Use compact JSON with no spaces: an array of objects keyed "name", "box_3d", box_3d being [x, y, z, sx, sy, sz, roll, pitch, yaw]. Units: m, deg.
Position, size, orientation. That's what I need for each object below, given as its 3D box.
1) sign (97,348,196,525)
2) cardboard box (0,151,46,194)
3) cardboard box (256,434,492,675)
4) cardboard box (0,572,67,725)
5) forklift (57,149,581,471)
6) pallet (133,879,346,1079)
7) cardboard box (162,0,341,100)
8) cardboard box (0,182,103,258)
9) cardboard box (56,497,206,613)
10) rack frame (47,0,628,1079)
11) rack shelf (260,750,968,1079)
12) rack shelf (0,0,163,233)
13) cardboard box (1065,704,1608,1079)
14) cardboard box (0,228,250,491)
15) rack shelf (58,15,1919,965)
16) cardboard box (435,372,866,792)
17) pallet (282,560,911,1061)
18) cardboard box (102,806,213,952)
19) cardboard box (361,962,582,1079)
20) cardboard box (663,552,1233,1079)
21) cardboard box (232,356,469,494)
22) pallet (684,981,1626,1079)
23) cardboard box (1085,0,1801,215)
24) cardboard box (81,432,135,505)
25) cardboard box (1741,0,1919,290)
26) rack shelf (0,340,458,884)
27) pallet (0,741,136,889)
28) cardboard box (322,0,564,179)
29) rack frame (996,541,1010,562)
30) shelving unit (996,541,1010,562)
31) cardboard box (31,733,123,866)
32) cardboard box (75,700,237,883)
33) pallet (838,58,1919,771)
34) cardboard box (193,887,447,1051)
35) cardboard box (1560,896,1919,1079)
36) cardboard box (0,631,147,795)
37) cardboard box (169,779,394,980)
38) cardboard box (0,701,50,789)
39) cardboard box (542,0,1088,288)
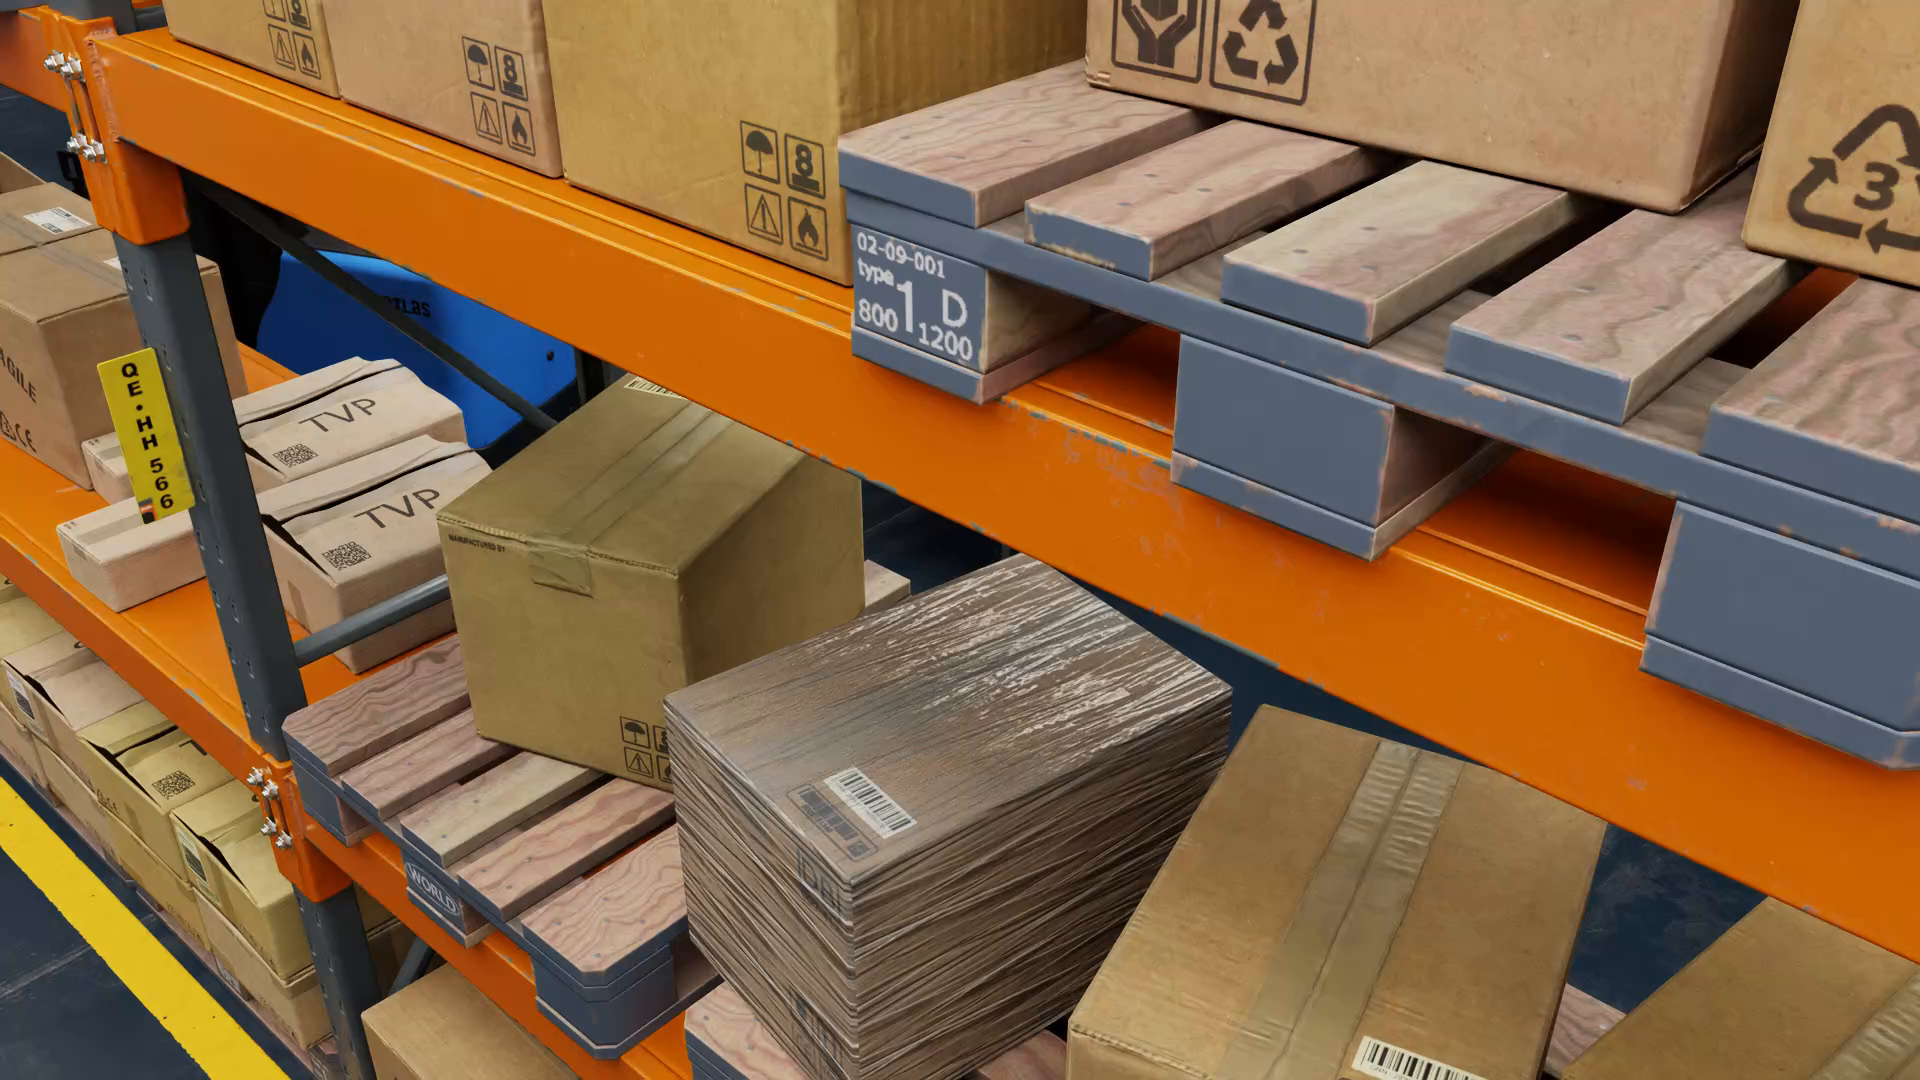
[{"name":"sign","box_3d":[-1.478,-0.186,3.028,0.005,0.325,0.100,25,39,35]},{"name":"cardboard box","box_3d":[-3.125,-0.876,5.201,0.500,0.500,0.500,-26,40,-36]},{"name":"cardboard box","box_3d":[-1.349,-0.008,3.941,0.500,0.311,0.500,-27,40,-37]},{"name":"cardboard box","box_3d":[-2.794,0.240,5.159,0.500,0.311,0.500,26,40,36]},{"name":"forklift","box_3d":[-3.180,-1.855,6.990,3.031,2.935,1.130,11,33,17]},{"name":"pallet","box_3d":[-1.692,0.991,4.899,1.213,0.211,1.003,25,39,35]},{"name":"cardboard box","box_3d":[-0.762,-1.093,2.653,0.500,0.500,0.910,25,39,35]},{"name":"cardboard box","box_3d":[-2.754,-0.703,4.913,0.500,0.500,0.500,25,39,35]},{"name":"cardboard box","box_3d":[-1.960,-0.002,4.088,0.250,0.149,0.380,25,39,35]},{"name":"rack frame","box_3d":[-1.108,0.096,3.682,0.127,3.000,1.000,25,39,35]},{"name":"rack shelf","box_3d":[0.375,1.097,2.717,4.000,0.370,1.077,25,39,35]},{"name":"rack shelf","box_3d":[-2.591,-1.573,4.243,4.000,0.370,1.077,25,39,35]},{"name":"cardboard box","box_3d":[0.506,0.670,2.224,0.500,0.500,0.700,15,34,23]},{"name":"cardboard box","box_3d":[-2.363,-0.521,4.610,0.500,0.500,0.500,23,38,33]},{"name":"rack shelf","box_3d":[0.375,-0.188,1.944,4.000,0.370,1.077,25,39,35]},{"name":"cardboard box","box_3d":[-0.566,0.048,3.257,0.500,0.500,0.700,12,33,19]},{"name":"pallet","box_3d":[-0.559,0.386,3.386,1.003,0.211,1.213,25,39,35]},{"name":"cardboard box","box_3d":[-2.047,0.829,4.724,0.500,0.250,0.500,25,39,35]},{"name":"cardboard box","box_3d":[-0.963,1.246,3.770,0.500,0.500,0.500,27,40,37]},{"name":"cardboard box","box_3d":[-0.016,0.438,2.610,0.700,0.500,0.500,-21,37,-31]},{"name":"cardboard box","box_3d":[-1.641,-0.249,4.342,0.500,0.311,0.500,25,39,35]},{"name":"pallet","box_3d":[0.337,0.850,2.616,1.213,0.211,1.003,25,39,35]},{"name":"cardboard box","box_3d":[0.543,-0.733,1.550,0.600,0.600,0.600,23,38,33]},{"name":"cardboard box","box_3d":[-2.092,-0.216,4.444,0.380,0.149,0.250,-26,40,-36]},{"name":"cardboard box","box_3d":[1.023,-0.495,1.155,0.600,0.600,0.600,25,39,35]},{"name":"rack shelf","box_3d":[-2.591,-0.288,5.017,4.000,0.370,1.077,25,39,35]},{"name":"pallet","box_3d":[-2.593,0.569,5.600,1.213,0.211,1.003,25,39,35]},{"name":"cardboard box","box_3d":[-0.384,-0.917,2.359,0.500,0.500,0.910,25,39,35]},{"name":"rack frame","box_3d":[0.314,-0.496,6.120,0.032,1.500,0.500,25,39,35]},{"name":"shelving unit","box_3d":[-0.063,-0.672,6.412,1.048,1.500,0.538,25,39,35]},{"name":"cardboard box","box_3d":[-2.417,0.653,5.015,0.500,0.250,0.500,26,40,36]},{"name":"cardboard box","box_3d":[-2.052,0.590,4.577,0.500,0.311,0.500,24,39,34]},{"name":"pallet","box_3d":[0.650,-0.334,1.671,1.003,0.211,1.213,25,39,35]},{"name":"cardboard box","box_3d":[-1.662,1.006,4.430,0.500,0.250,0.500,26,40,36]},{"name":"cardboard box","box_3d":[1.104,0.795,2.017,0.700,0.500,0.500,-22,38,-32]},{"name":"cardboard box","box_3d":[-2.424,0.414,4.869,0.500,0.311,0.500,25,39,35]},{"name":"cardboard box","box_3d":[-1.662,0.767,4.282,0.500,0.311,0.500,26,40,36]},{"name":"cardboard box","box_3d":[-2.801,0.477,5.309,0.500,0.250,0.500,26,40,36]},{"name":"cardboard box","box_3d":[0.001,-0.737,2.061,0.500,0.500,0.910,25,39,35]}]
